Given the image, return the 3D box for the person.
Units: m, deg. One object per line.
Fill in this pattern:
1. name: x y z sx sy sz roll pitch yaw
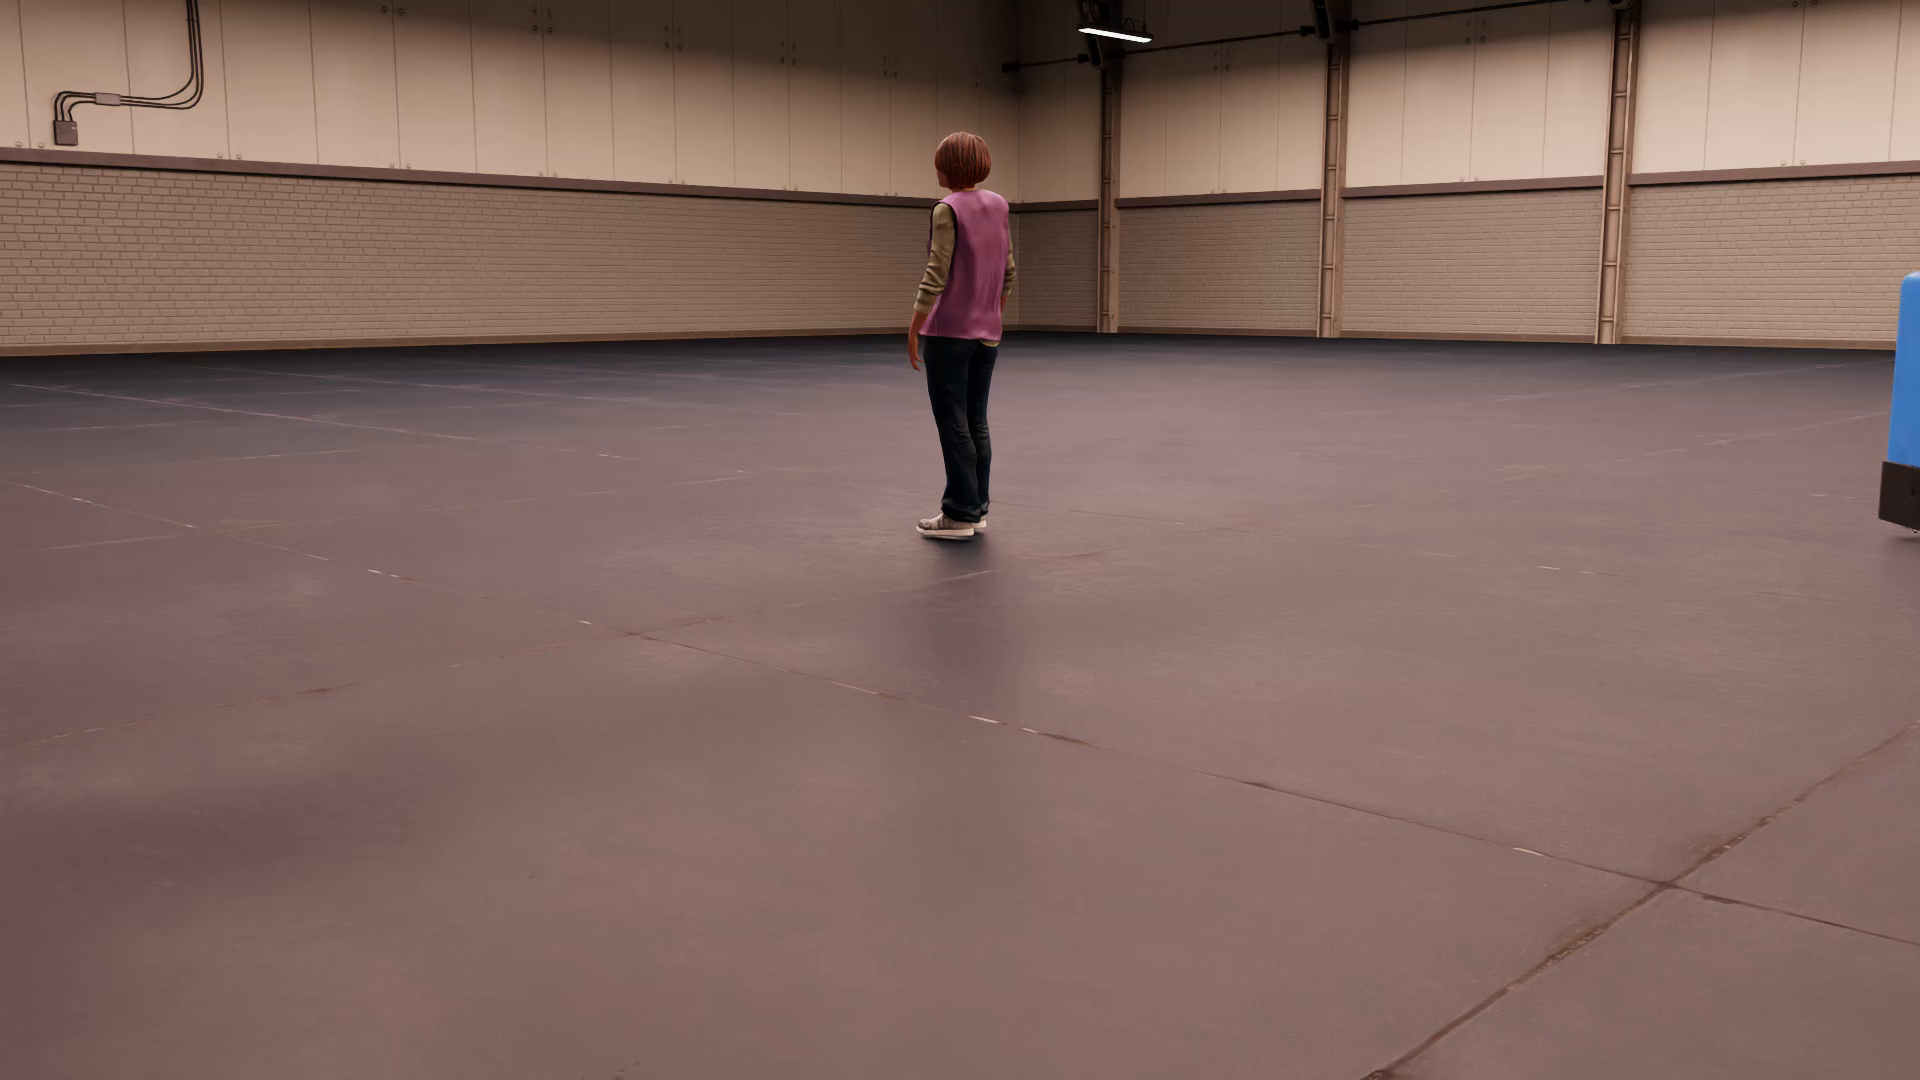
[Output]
1. person: -0.043 -0.806 6.658 0.476 1.597 0.520 8 12 43

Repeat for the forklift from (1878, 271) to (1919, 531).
1. forklift: 5.225 -1.377 6.022 3.031 2.935 1.130 1 9 6
